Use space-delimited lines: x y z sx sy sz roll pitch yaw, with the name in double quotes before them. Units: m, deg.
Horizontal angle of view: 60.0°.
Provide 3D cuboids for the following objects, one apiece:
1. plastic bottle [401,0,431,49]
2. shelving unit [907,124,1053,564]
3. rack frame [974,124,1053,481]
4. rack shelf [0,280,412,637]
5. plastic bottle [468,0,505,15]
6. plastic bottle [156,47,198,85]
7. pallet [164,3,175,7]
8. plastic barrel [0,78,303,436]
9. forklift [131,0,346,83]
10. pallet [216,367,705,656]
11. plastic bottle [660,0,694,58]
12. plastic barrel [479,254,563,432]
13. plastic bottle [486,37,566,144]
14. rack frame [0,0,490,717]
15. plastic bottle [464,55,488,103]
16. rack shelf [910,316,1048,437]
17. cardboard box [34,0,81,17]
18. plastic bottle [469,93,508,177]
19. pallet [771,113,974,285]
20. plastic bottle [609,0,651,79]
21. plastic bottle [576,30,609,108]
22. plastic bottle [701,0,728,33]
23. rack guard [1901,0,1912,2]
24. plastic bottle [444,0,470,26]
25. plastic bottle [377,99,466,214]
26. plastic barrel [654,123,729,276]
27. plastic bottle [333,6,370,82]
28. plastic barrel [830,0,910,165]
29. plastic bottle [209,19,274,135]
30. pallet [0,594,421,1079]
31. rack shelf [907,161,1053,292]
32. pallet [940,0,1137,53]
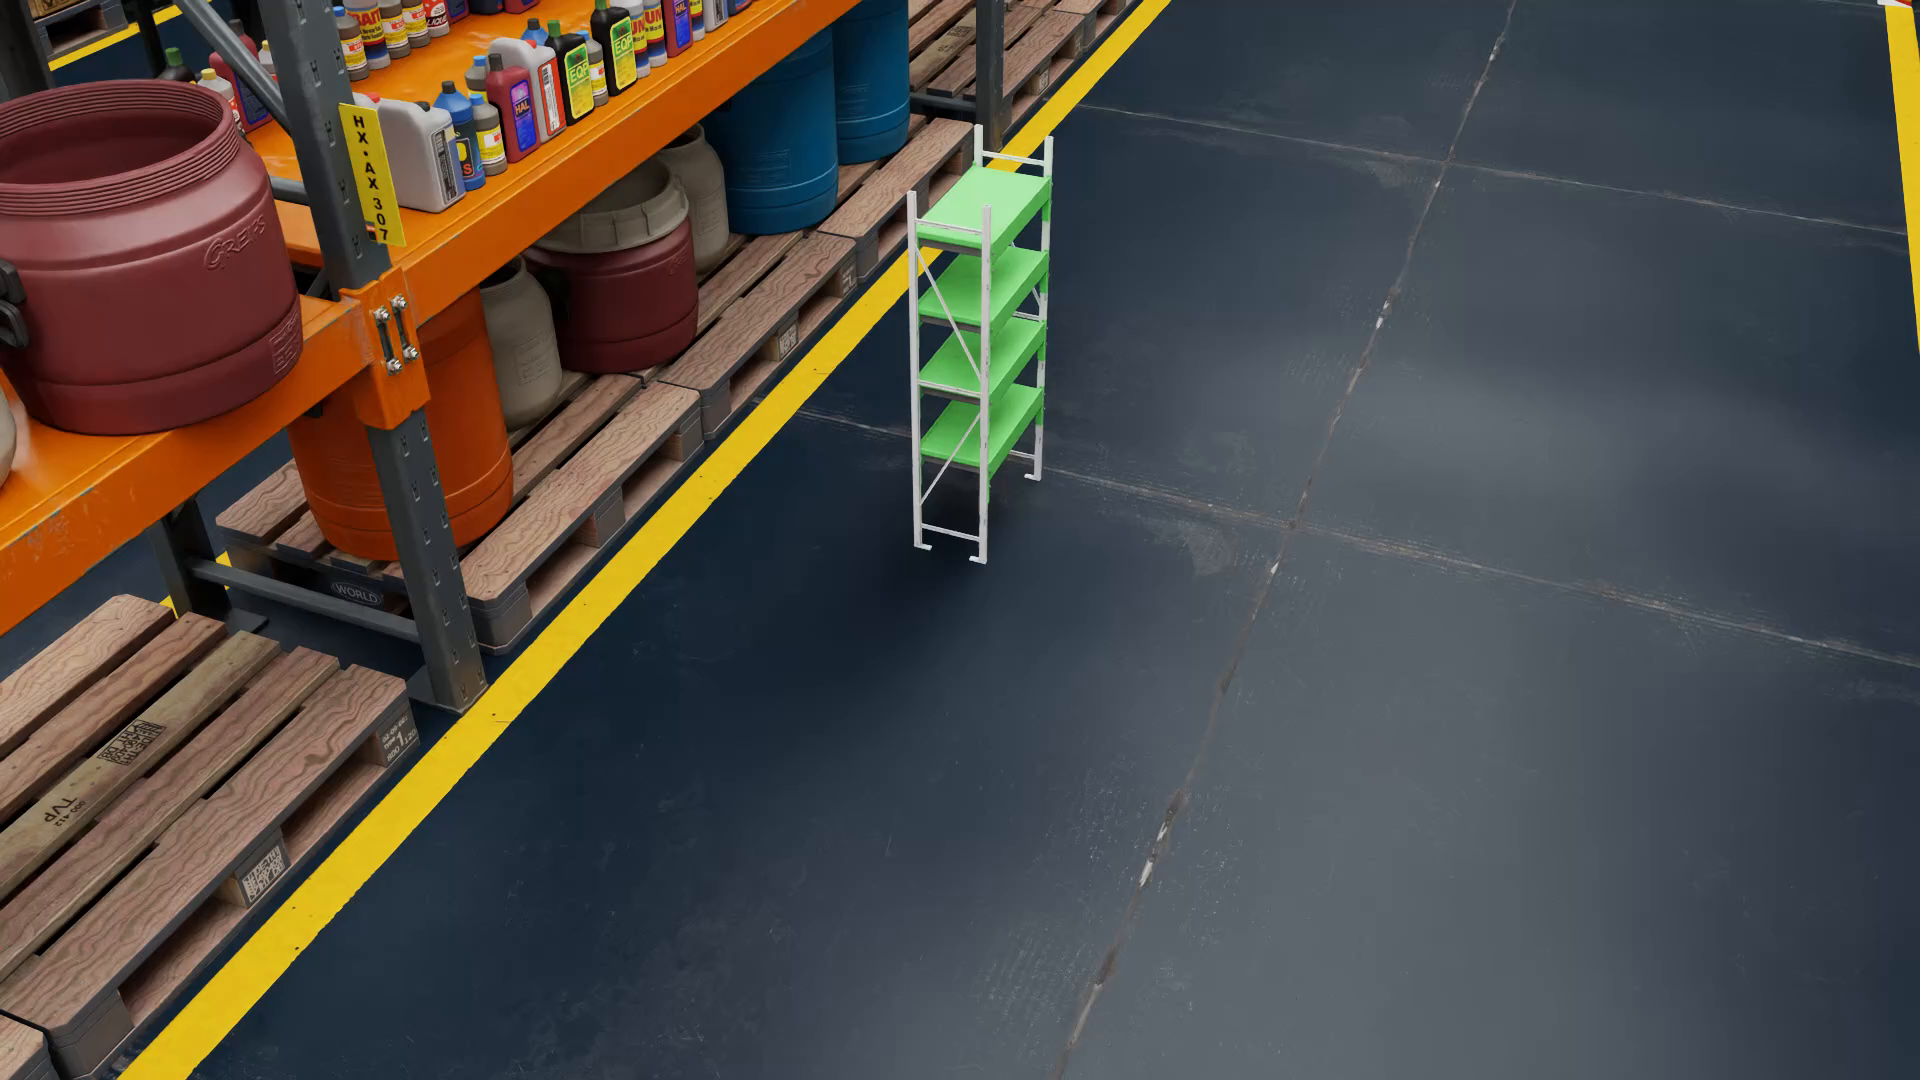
"plastic bottle" -1.682 -1.613 5.069 0.097 0.201 0.097 0 37 0
"shelving unit" 0.063 -0.572 5.013 0.258 1.200 0.503 14 39 18
"rack frame" 0.156 -0.707 5.194 0.240 1.200 0.015 14 39 18
"rack shelf" -2.574 0.535 2.630 1.077 0.370 4.000 14 39 18
"plastic bottle" -1.519 -1.874 5.293 0.144 0.351 0.185 14 39 18
"plastic bottle" -2.053 -1.135 4.361 0.061 0.283 0.133 14 39 18
"pallet" -4.608 -3.469 9.715 1.003 0.211 1.213 14 39 18
"plastic barrel" -1.709 -0.589 3.420 0.600 0.536 0.708 14 39 18
"forklift" -2.895 -2.820 6.575 1.130 2.935 3.031 19 41 23
"pallet" -1.551 -0.190 5.328 1.003 0.211 1.213 14 39 18
"plastic bottle" -0.867 -1.609 4.995 0.061 0.283 0.133 14 39 18
"plastic barrel" -1.510 -0.640 5.328 0.421 0.512 0.421 0 37 0
"plastic bottle" -1.173 -1.233 4.498 0.152 0.276 0.135 14 39 18
"rack frame" -1.813 -0.861 3.896 1.000 3.000 0.127 14 39 18
"plastic bottle" -1.295 -1.222 4.545 0.097 0.201 0.097 0 37 0
"rack shelf" 0.063 -0.521 5.052 0.258 0.148 0.480 14 39 18
"cardboard box" -4.793 -3.042 8.535 0.500 0.500 0.500 14 39 17
"plastic bottle" -1.242 -1.059 4.327 0.097 0.201 0.097 0 37 0
"pallet" -0.623 -1.541 7.135 1.003 0.211 1.213 14 39 18
"plastic bottle" -0.965 -1.491 4.847 0.097 0.271 0.097 0 37 0
"plastic bottle" -1.053 -1.335 4.697 0.097 0.201 0.097 0 37 0
"plastic bottle" -0.821 -1.745 5.183 0.152 0.276 0.135 14 39 18
"rack guard" 5.821 -3.174 9.079 1.175 0.500 0.348 14 39 18
"plastic bottle" -1.618 -1.768 5.208 0.061 0.283 0.133 14 39 18
"plastic bottle" -1.349 -0.977 4.155 0.152 0.276 0.135 14 39 18
"plastic barrel" -1.080 -1.266 6.165 0.421 0.512 0.421 0 37 0
"plastic bottle" -1.793 -1.452 4.853 0.097 0.201 0.097 0 37 0
"plastic barrel" -0.513 -2.106 6.964 0.600 0.901 0.708 14 39 18
"plastic bottle" -1.965 -1.263 4.532 0.061 0.283 0.133 14 39 18
"pallet" -2.143 0.676 4.169 1.003 0.211 1.213 14 39 18
"rack shelf" 0.063 -0.906 4.764 0.258 0.148 0.480 14 39 18
"pallet" 0.416 -3.052 9.157 1.003 0.211 1.213 14 39 18
